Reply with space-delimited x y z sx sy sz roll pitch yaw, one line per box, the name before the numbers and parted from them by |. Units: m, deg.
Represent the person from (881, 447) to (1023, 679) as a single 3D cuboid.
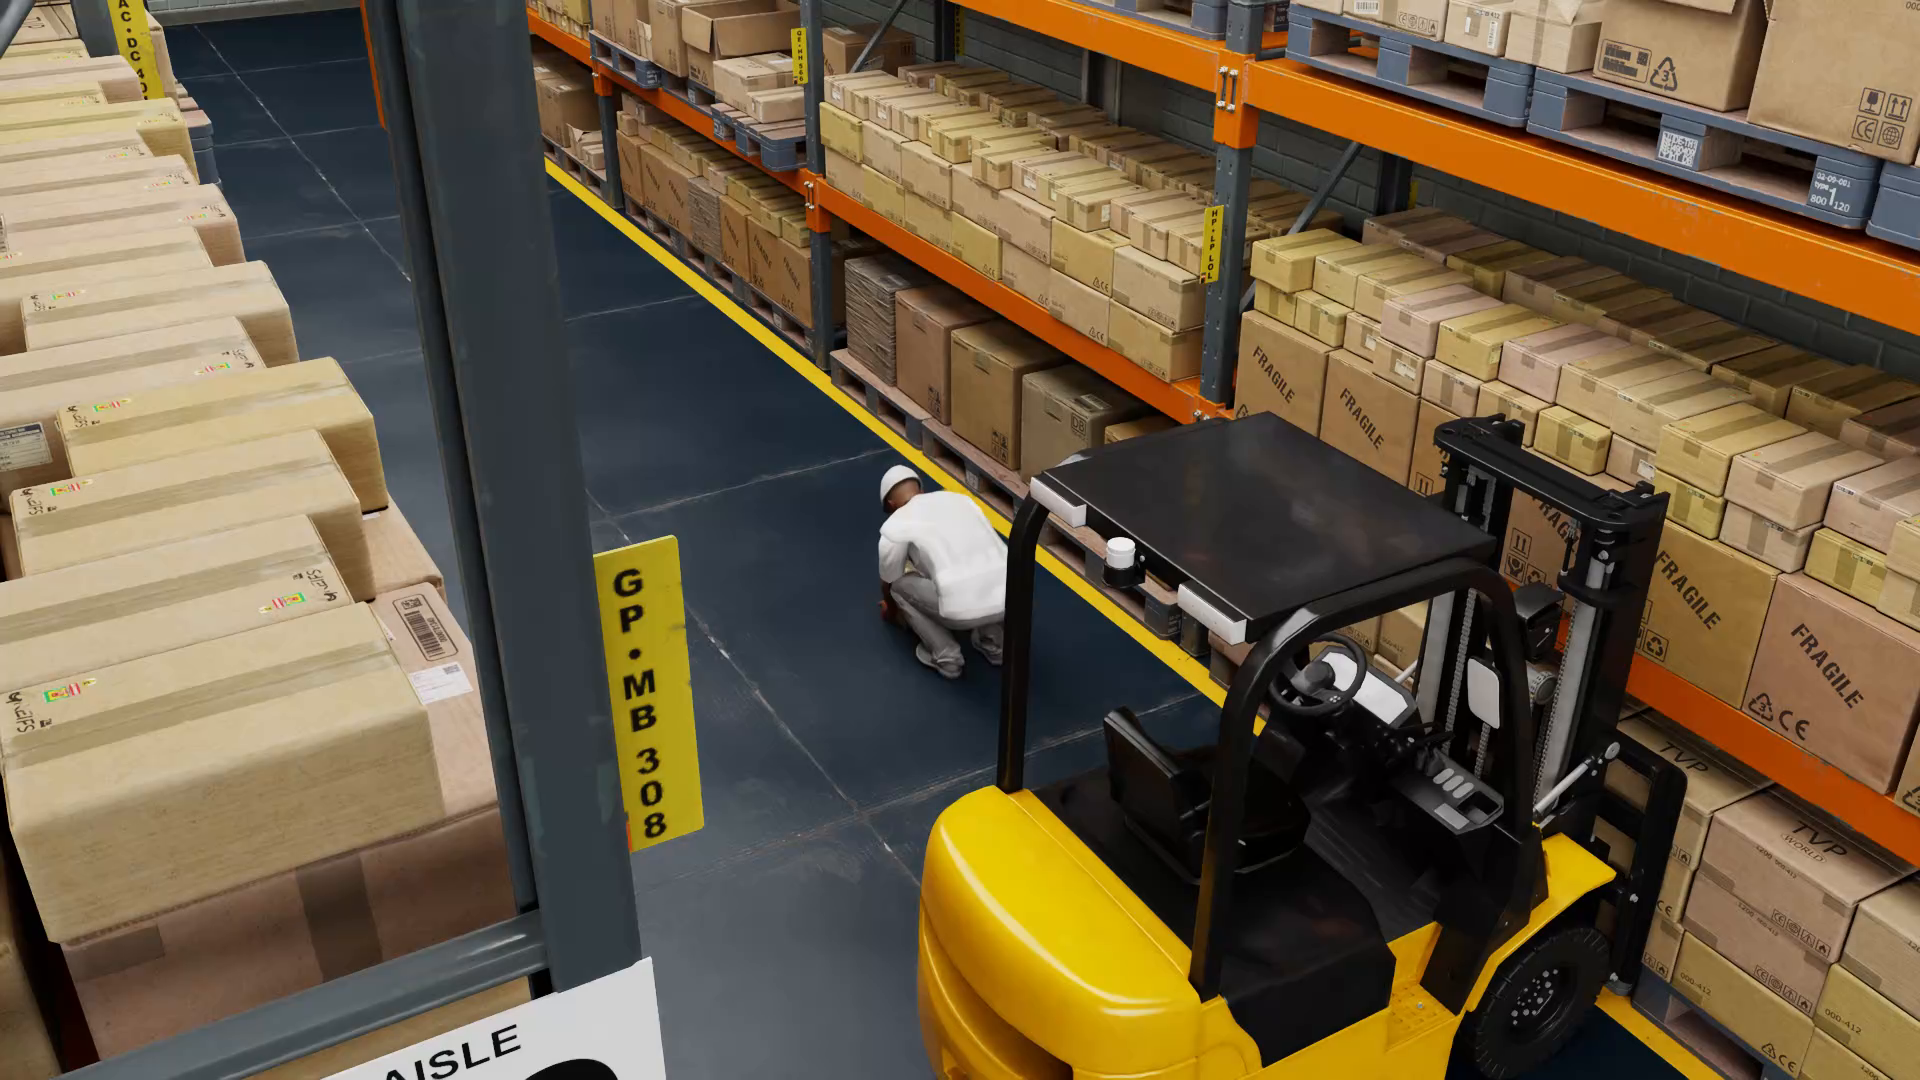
person | -0.083 0.042 7.808 0.501 1.006 0.976 -16 33 -27
